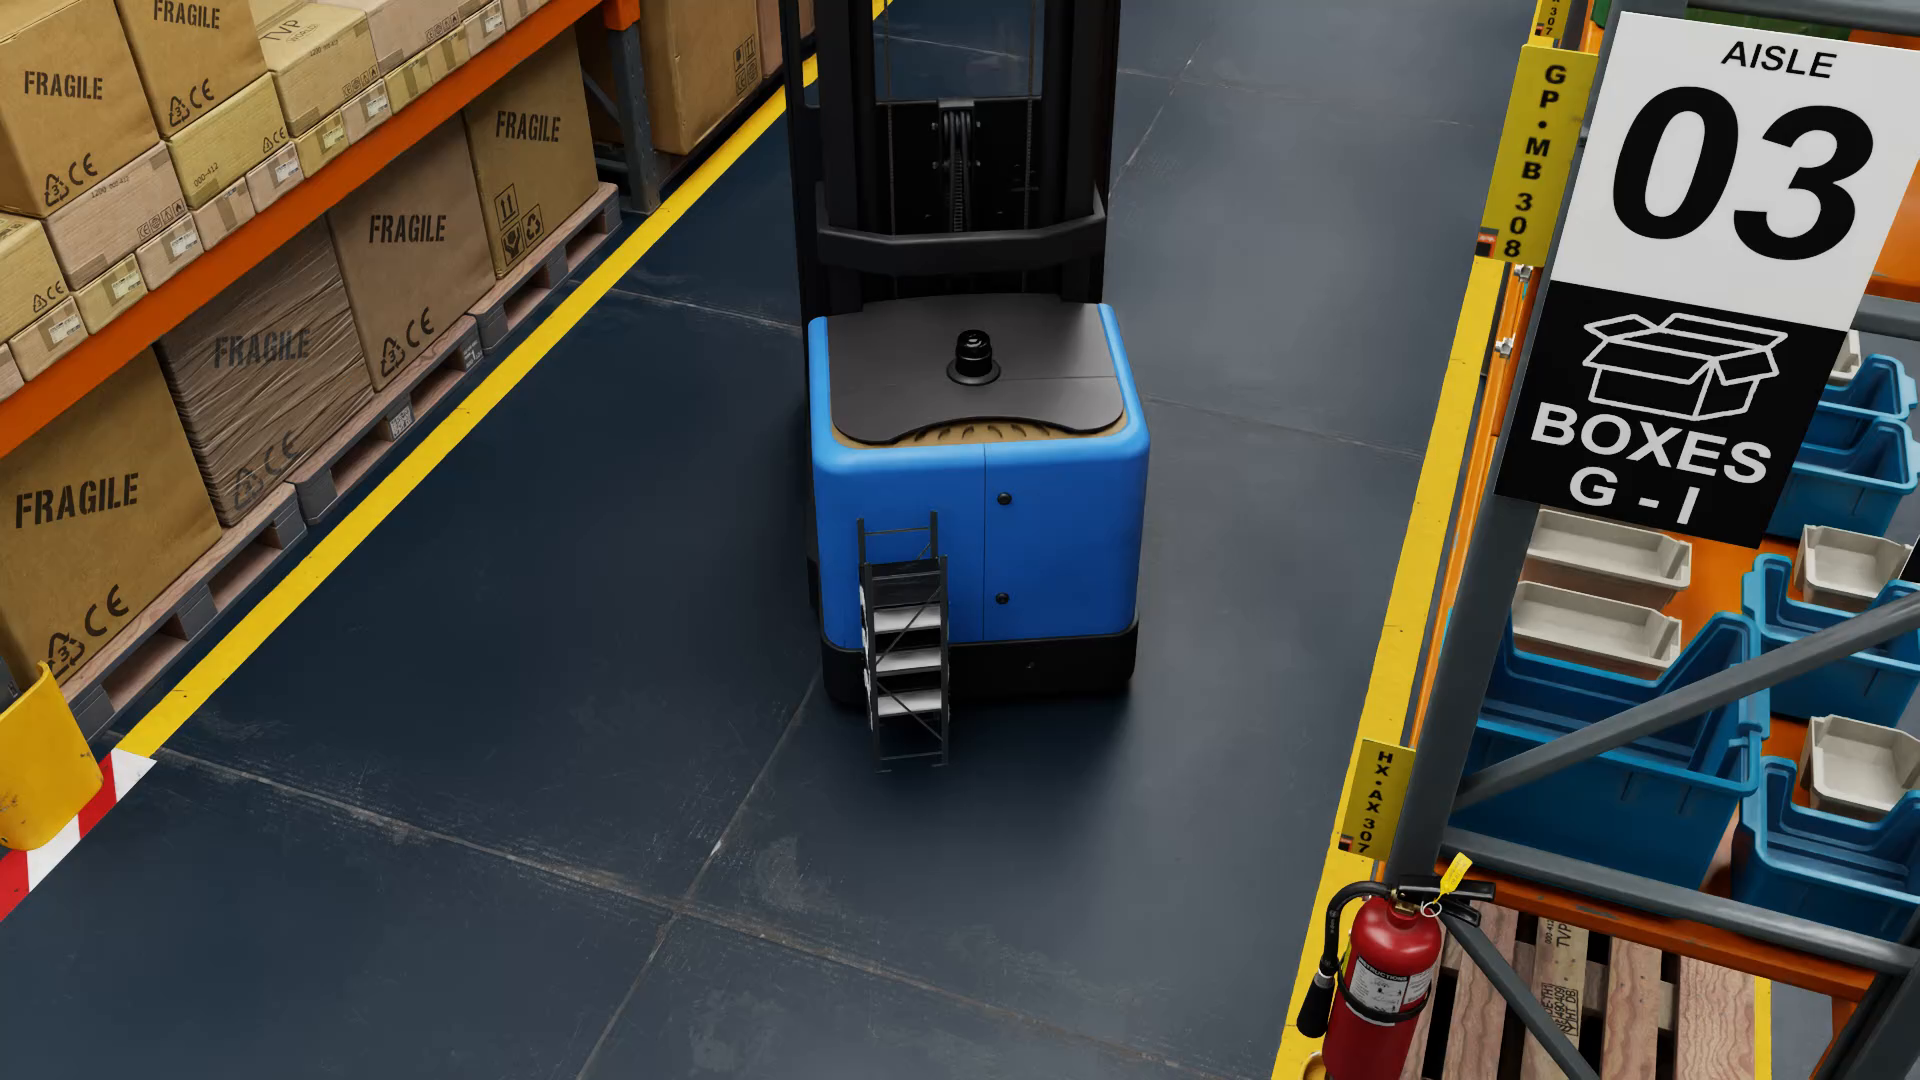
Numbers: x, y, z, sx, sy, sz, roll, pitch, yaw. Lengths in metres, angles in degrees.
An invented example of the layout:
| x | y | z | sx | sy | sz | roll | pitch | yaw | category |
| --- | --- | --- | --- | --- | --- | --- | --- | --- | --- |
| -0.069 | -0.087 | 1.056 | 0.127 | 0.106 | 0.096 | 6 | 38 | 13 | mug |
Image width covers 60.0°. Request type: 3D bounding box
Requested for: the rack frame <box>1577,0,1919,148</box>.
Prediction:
| x | y | z | sx | sy | sz | roll | pitch | yaw | category |
| --- | --- | --- | --- | --- | --- | --- | --- | --- | --- |
| 1.327 | -1.601 | 1.194 | 1.000 | 3.000 | 0.127 | 13 | 42 | 15 | rack frame |

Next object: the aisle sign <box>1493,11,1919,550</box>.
| x | y | z | sx | sy | sz | roll | pitch | yaw | category |
| --- | --- | --- | --- | --- | --- | --- | --- | --- | --- |
| 1.027 | -0.329 | 2.322 | 0.394 | 0.787 | 0.004 | 13 | 42 | 15 | aisle sign |

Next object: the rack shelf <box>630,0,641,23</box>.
| x | y | z | sx | sy | sz | roll | pitch | yaw | category |
| --- | --- | --- | --- | --- | --- | --- | --- | --- | --- |
| -1.275 | -3.804 | 8.952 | 1.077 | 0.370 | 4.000 | 13 | 42 | 15 | rack shelf |

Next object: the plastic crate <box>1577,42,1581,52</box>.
| x | y | z | sx | sy | sz | roll | pitch | yaw | category |
| --- | --- | --- | --- | --- | --- | --- | --- | --- | --- |
| 2.154 | -1.317 | 5.387 | 0.402 | 0.464 | 0.583 | 13 | 42 | 15 | plastic crate |

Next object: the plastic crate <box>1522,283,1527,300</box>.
| x | y | z | sx | sy | sz | roll | pitch | yaw | category |
| --- | --- | --- | --- | --- | --- | --- | --- | --- | --- |
| 1.789 | -0.588 | 4.711 | 0.416 | 0.233 | 0.300 | 13 | 42 | 15 | plastic crate |

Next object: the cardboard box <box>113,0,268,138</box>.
| x | y | z | sx | sy | sz | roll | pitch | yaw | category |
| --- | --- | --- | --- | --- | --- | --- | --- | --- | --- |
| -2.567 | -1.615 | 5.140 | 0.500 | 0.500 | 0.500 | 12 | 42 | 14 | cardboard box |

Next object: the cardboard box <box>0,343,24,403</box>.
| x | y | z | sx | sy | sz | roll | pitch | yaw | category |
| --- | --- | --- | --- | --- | --- | --- | --- | --- | --- |
| -2.896 | -0.466 | 4.679 | 0.380 | 0.149 | 0.250 | 14 | 42 | 16 | cardboard box |

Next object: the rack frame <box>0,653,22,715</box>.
| x | y | z | sx | sy | sz | roll | pitch | yaw | category |
| --- | --- | --- | --- | --- | --- | --- | --- | --- | --- |
| -3.327 | -0.419 | 4.429 | 1.000 | 3.000 | 0.127 | 13 | 42 | 15 | rack frame |

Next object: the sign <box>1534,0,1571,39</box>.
| x | y | z | sx | sy | sz | roll | pitch | yaw | category |
| --- | --- | --- | --- | --- | --- | --- | --- | --- | --- |
| 2.179 | -1.987 | 6.055 | 0.100 | 0.325 | 0.005 | 13 | 42 | 15 | sign |

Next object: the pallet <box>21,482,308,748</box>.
| x | y | z | sx | sy | sz | roll | pitch | yaw | category |
| --- | --- | --- | --- | --- | --- | --- | --- | --- | --- |
| -3.127 | 0.137 | 5.927 | 1.003 | 0.211 | 1.213 | 13 | 42 | 15 | pallet |

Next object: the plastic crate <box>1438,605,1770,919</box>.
| x | y | z | sx | sy | sz | roll | pitch | yaw | category |
| --- | --- | --- | --- | --- | --- | --- | --- | --- | --- |
| 1.266 | 0.399 | 3.398 | 0.616 | 0.435 | 0.499 | 13 | 42 | 15 | plastic crate |

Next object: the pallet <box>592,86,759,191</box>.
| x | y | z | sx | sy | sz | roll | pitch | yaw | category |
| --- | --- | --- | --- | --- | --- | --- | --- | --- | --- |
| -1.766 | -2.285 | 8.765 | 1.003 | 0.211 | 1.213 | 13 | 42 | 15 | pallet |

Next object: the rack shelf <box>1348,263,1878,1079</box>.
| x | y | z | sx | sy | sz | roll | pitch | yaw | category |
| --- | --- | --- | --- | --- | --- | --- | --- | --- | --- |
| 2.011 | -0.265 | 4.804 | 1.077 | 0.370 | 4.000 | 13 | 42 | 15 | rack shelf |

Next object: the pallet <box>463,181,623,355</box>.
| x | y | z | sx | sy | sz | roll | pitch | yaw | category |
| --- | --- | --- | --- | --- | --- | --- | --- | --- | --- |
| -2.293 | -1.351 | 7.671 | 1.003 | 0.211 | 1.213 | 13 | 42 | 15 | pallet |

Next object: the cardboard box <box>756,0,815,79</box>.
| x | y | z | sx | sy | sz | roll | pitch | yaw | category |
| --- | --- | --- | --- | --- | --- | --- | --- | --- | --- |
| -1.454 | -3.150 | 8.944 | 1.225 | 0.875 | 0.875 | 12 | 42 | 14 | cardboard box |

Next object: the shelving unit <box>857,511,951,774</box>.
| x | y | z | sx | sy | sz | roll | pitch | yaw | category |
| --- | --- | --- | --- | --- | --- | --- | --- | --- | --- |
| -0.172 | 0.333 | 5.166 | 0.258 | 0.900 | 0.210 | -6 | 41 | -7 | shelving unit |

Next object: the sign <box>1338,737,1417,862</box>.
| x | y | z | sx | sy | sz | roll | pitch | yaw | category |
| --- | --- | --- | --- | --- | --- | --- | --- | --- | --- |
| 0.805 | 0.506 | 3.220 | 0.100 | 0.325 | 0.005 | 13 | 42 | 15 | sign |

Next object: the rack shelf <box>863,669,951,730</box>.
| x | y | z | sx | sy | sz | roll | pitch | yaw | category |
| --- | --- | --- | --- | --- | --- | --- | --- | --- | --- |
| -0.172 | 0.495 | 5.305 | 0.258 | 0.077 | 0.200 | -6 | 41 | -7 | rack shelf |

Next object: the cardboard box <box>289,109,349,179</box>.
| x | y | z | sx | sy | sz | roll | pitch | yaw | category |
| --- | --- | --- | --- | --- | --- | --- | --- | --- | --- |
| -2.371 | -1.405 | 5.779 | 0.380 | 0.149 | 0.250 | 12 | 42 | 14 | cardboard box |

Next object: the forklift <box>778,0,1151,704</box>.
| x | y | z | sx | sy | sz | roll | pitch | yaw | category |
| --- | --- | --- | --- | --- | --- | --- | --- | --- | --- |
| -0.054 | -1.521 | 5.774 | 1.130 | 2.935 | 3.031 | -3 | 41 | -4 | forklift |

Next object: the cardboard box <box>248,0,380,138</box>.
| x | y | z | sx | sy | sz | roll | pitch | yaw | category |
| --- | --- | --- | --- | --- | --- | --- | --- | --- | --- |
| -2.389 | -1.651 | 5.760 | 0.500 | 0.250 | 0.500 | 12 | 42 | 14 | cardboard box |

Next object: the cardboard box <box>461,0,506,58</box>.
| x | y | z | sx | sy | sz | roll | pitch | yaw | category |
| --- | --- | --- | --- | --- | --- | --- | --- | --- | --- |
| -2.019 | -2.034 | 6.516 | 0.380 | 0.149 | 0.250 | 14 | 42 | 16 | cardboard box |

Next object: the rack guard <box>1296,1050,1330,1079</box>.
| x | y | z | sx | sy | sz | roll | pitch | yaw | category |
| --- | --- | --- | --- | --- | --- | --- | --- | --- | --- |
| 1.331 | 1.649 | 3.932 | 1.175 | 0.500 | 0.348 | 13 | 42 | 15 | rack guard |

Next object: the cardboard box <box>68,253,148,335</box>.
| x | y | z | sx | sy | sz | roll | pitch | yaw | category |
| --- | --- | --- | --- | --- | --- | --- | --- | --- | --- |
| -2.722 | -0.779 | 5.046 | 0.380 | 0.149 | 0.250 | 12 | 42 | 14 | cardboard box |

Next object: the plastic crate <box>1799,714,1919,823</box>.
| x | y | z | sx | sy | sz | roll | pitch | yaw | category |
| --- | --- | --- | --- | --- | --- | --- | --- | --- | --- |
| 1.909 | 0.503 | 3.506 | 0.250 | 0.136 | 0.298 | 13 | 42 | 15 | plastic crate |

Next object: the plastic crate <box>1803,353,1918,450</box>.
| x | y | z | sx | sy | sz | roll | pitch | yaw | category |
| --- | --- | --- | --- | --- | --- | --- | --- | --- | --- |
| 2.274 | -0.342 | 4.423 | 0.416 | 0.233 | 0.300 | 13 | 42 | 15 | plastic crate |

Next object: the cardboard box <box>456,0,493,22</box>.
| x | y | z | sx | sy | sz | roll | pitch | yaw | category |
| --- | --- | --- | --- | --- | --- | --- | --- | --- | --- |
| -2.038 | -2.271 | 6.487 | 0.500 | 0.250 | 0.500 | 15 | 43 | 16 | cardboard box |

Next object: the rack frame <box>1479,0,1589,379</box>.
| x | y | z | sx | sy | sz | roll | pitch | yaw | category |
| --- | --- | --- | --- | --- | --- | --- | --- | --- | --- |
| 2.695 | -1.759 | 6.001 | 1.000 | 3.000 | 0.127 | 13 | 42 | 15 | rack frame |

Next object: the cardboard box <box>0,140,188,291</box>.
| x | y | z | sx | sy | sz | roll | pitch | yaw | category |
| --- | --- | --- | --- | --- | --- | --- | --- | --- | --- |
| -2.738 | -1.026 | 5.028 | 0.500 | 0.250 | 0.500 | 13 | 42 | 15 | cardboard box |

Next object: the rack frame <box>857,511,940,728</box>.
| x | y | z | sx | sy | sz | roll | pitch | yaw | category |
| --- | --- | --- | --- | --- | --- | --- | --- | --- | --- |
| -0.187 | 0.268 | 5.243 | 0.240 | 0.900 | 0.006 | -6 | 41 | -7 | rack frame |

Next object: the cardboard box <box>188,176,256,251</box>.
| x | y | z | sx | sy | sz | roll | pitch | yaw | category |
| --- | --- | --- | --- | --- | --- | --- | --- | --- | --- |
| -2.546 | -1.093 | 5.414 | 0.380 | 0.149 | 0.250 | 13 | 42 | 14 | cardboard box |

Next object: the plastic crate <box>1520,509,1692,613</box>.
| x | y | z | sx | sy | sz | roll | pitch | yaw | category |
| --- | --- | --- | --- | --- | --- | --- | --- | --- | --- |
| 1.549 | 0.047 | 4.041 | 0.396 | 0.136 | 0.243 | 13 | 42 | 15 | plastic crate |

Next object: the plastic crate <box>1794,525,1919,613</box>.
| x | y | z | sx | sy | sz | roll | pitch | yaw | category |
| --- | --- | --- | --- | --- | --- | --- | --- | --- | --- |
| 2.141 | 0.090 | 3.991 | 0.250 | 0.136 | 0.298 | 13 | 42 | 15 | plastic crate |

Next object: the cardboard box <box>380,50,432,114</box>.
| x | y | z | sx | sy | sz | roll | pitch | yaw | category |
| --- | --- | --- | --- | --- | --- | --- | --- | --- | --- |
| -2.195 | -1.720 | 6.149 | 0.380 | 0.149 | 0.250 | 13 | 42 | 14 | cardboard box |

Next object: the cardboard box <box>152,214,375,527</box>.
| x | y | z | sx | sy | sz | roll | pitch | yaw | category |
| --- | --- | --- | --- | --- | --- | --- | --- | --- | --- |
| -2.872 | -0.733 | 6.112 | 0.875 | 0.875 | 0.875 | 13 | 42 | 15 | cardboard box |

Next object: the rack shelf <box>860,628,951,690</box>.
| x | y | z | sx | sy | sz | roll | pitch | yaw | category |
| --- | --- | --- | --- | --- | --- | --- | --- | --- | --- |
| -0.172 | 0.358 | 5.188 | 0.258 | 0.077 | 0.200 | -6 | 41 | -7 | rack shelf |

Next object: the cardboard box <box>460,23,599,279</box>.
| x | y | z | sx | sy | sz | roll | pitch | yaw | category |
| --- | --- | --- | --- | --- | --- | --- | --- | --- | --- |
| -2.260 | -1.825 | 7.391 | 0.875 | 0.875 | 0.875 | 13 | 42 | 15 | cardboard box |

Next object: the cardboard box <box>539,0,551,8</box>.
| x | y | z | sx | sy | sz | roll | pitch | yaw | category |
| --- | --- | --- | --- | --- | --- | --- | --- | --- | --- |
| -1.844 | -2.347 | 6.883 | 0.380 | 0.149 | 0.250 | 14 | 42 | 16 | cardboard box |

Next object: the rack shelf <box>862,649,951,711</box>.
| x | y | z | sx | sy | sz | roll | pitch | yaw | category |
| --- | --- | --- | --- | --- | --- | --- | --- | --- | --- |
| -0.172 | 0.427 | 5.246 | 0.258 | 0.077 | 0.200 | -6 | 41 | -7 | rack shelf |
